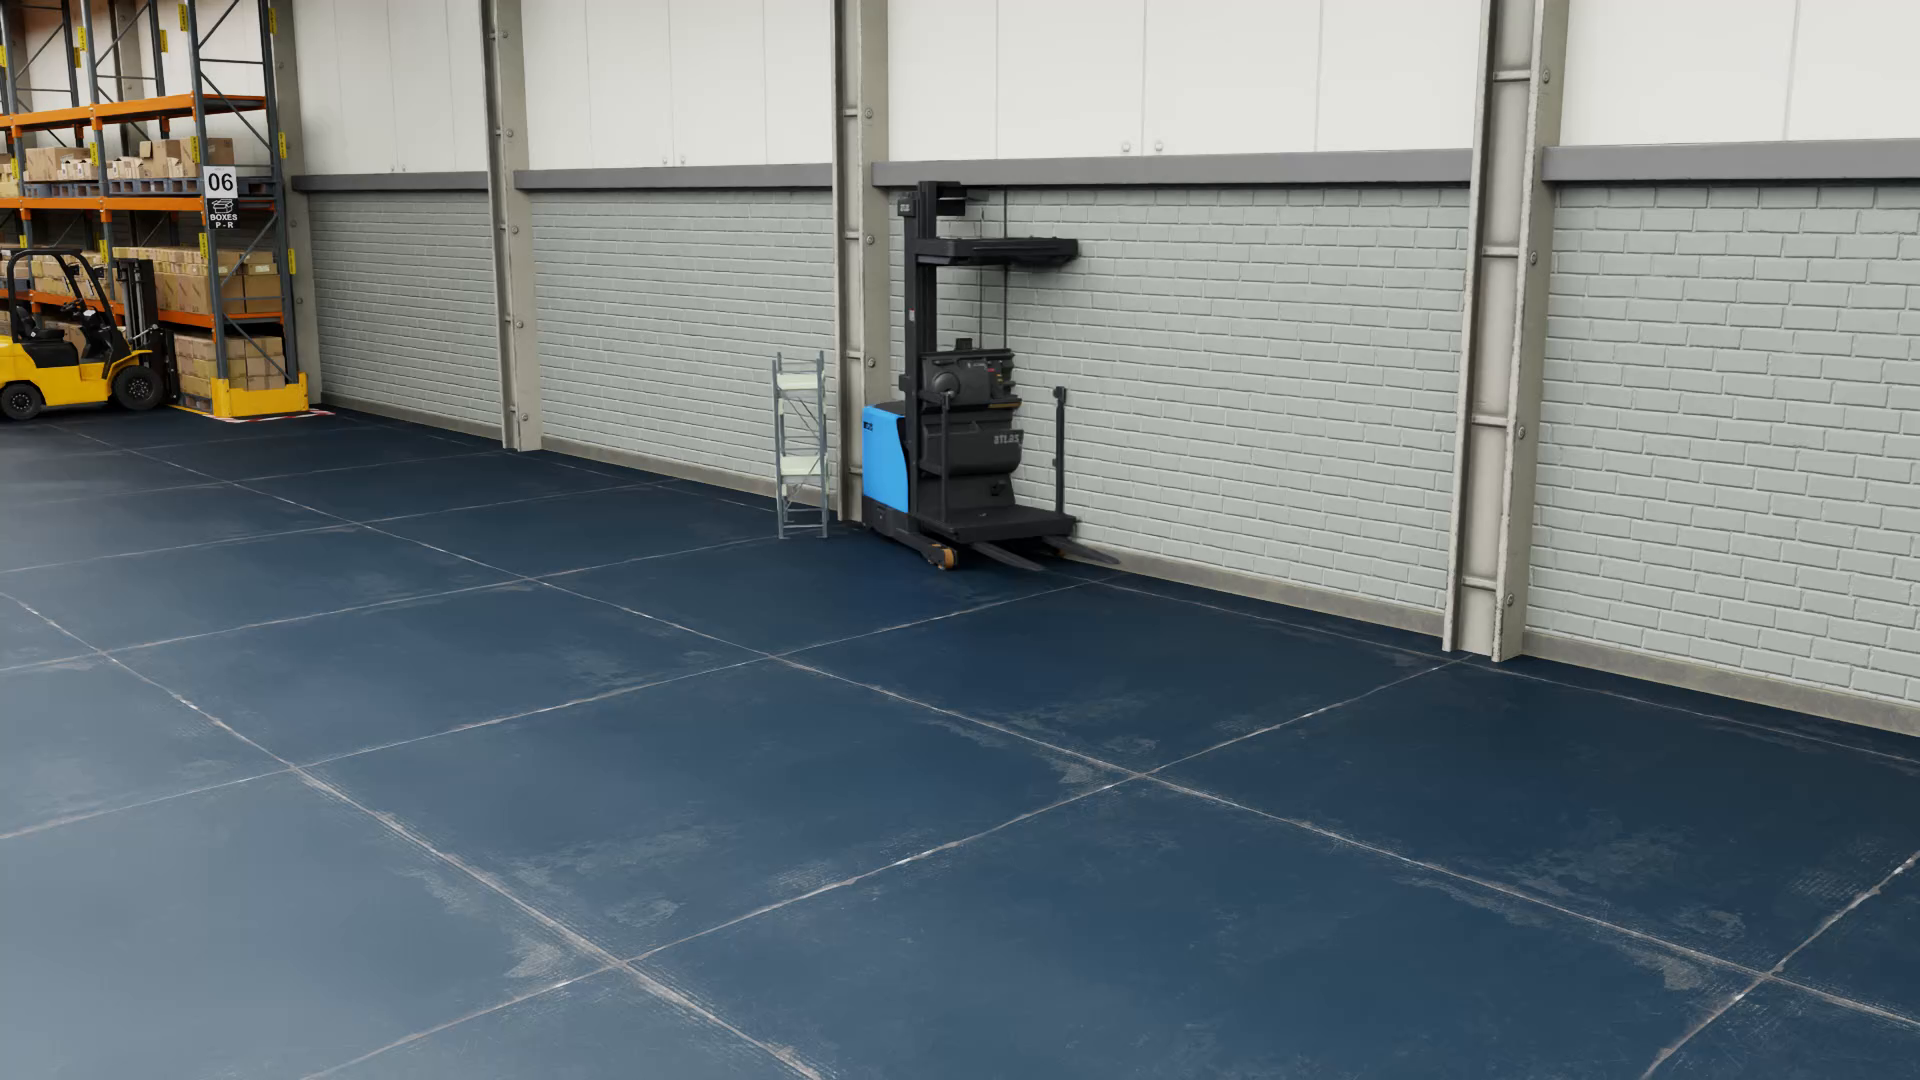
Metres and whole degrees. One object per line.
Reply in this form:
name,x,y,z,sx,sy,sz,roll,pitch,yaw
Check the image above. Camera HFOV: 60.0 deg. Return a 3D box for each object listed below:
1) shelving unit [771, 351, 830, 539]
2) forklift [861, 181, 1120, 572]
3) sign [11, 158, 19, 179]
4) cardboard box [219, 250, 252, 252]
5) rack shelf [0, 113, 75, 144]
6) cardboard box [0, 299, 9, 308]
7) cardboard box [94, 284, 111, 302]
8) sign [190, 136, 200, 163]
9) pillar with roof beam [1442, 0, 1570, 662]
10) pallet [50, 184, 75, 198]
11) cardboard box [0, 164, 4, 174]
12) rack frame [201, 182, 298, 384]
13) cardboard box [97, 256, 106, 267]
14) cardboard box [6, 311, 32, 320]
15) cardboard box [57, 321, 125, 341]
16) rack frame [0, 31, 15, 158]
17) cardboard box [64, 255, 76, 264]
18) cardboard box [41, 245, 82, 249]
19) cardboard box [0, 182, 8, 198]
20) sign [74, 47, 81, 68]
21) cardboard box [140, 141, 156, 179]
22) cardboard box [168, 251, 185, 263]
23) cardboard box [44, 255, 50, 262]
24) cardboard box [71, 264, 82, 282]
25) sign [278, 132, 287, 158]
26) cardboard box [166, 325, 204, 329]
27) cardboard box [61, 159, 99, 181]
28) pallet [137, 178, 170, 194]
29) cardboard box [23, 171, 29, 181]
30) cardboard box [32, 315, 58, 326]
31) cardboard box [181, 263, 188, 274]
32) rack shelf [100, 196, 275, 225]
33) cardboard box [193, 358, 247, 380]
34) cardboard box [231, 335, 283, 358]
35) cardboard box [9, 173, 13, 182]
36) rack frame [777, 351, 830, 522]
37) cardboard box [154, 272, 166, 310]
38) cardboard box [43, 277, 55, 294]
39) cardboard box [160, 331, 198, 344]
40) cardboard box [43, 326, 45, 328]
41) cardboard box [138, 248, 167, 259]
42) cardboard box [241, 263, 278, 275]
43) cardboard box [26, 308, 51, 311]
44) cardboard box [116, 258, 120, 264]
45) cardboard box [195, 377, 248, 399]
shelving unit,-1.348,-0.824,14.170,0.431,1.500,0.755,-2,12,-3
forklift,0.225,-1.305,12.982,1.130,2.935,3.031,-5,13,-24
sign,-15.220,-5.980,26.789,0.100,0.325,0.005,-11,16,-43
cardboard box,-9.888,-3.874,22.690,0.380,0.149,0.250,-11,16,-42
rack shelf,-16.208,-7.015,28.434,1.077,0.370,4.000,-11,16,-43
cardboard box,-17.320,-4.241,29.871,0.250,0.149,0.380,11,16,42
cardboard box,-12.601,-3.713,24.871,0.500,0.250,0.500,-10,16,-41
sign,-9.704,-4.956,21.101,0.100,0.325,0.005,-11,16,-43
pillar with roof beam,0.186,-3.104,6.677,9.100,9.000,0.400,-11,16,-43
pallet,-13.519,-5.460,26.015,1.003,0.211,1.213,-10,15,-40
cardboard box,-15.998,-6.231,27.937,0.380,0.149,0.250,-11,16,-44
rack frame,-9.302,-3.165,21.842,1.000,3.000,0.127,-11,16,-43
cardboard box,-12.652,-4.170,24.863,0.380,0.149,0.250,-11,16,-43
cardboard box,-16.379,-3.909,28.999,0.380,0.149,0.250,-11,16,-42
cardboard box,-13.949,-3.188,26.798,0.875,0.625,0.625,-10,15,-41
rack frame,-17.589,-7.855,29.737,1.000,3.000,0.127,-11,16,-43
cardboard box,-13.604,-4.345,25.713,0.250,0.149,0.380,11,16,44
cardboard box,-15.069,-4.685,27.927,0.500,0.500,0.500,-10,15,-40
cardboard box,-15.704,-5.843,27.777,0.500,0.250,0.500,-11,16,-42
sign,-14.428,-7.884,27.172,0.100,0.325,0.005,-11,16,-43
cardboard box,-10.795,-5.225,22.859,0.797,0.503,0.637,-10,15,-41
cardboard box,-10.473,-3.836,22.505,0.380,0.149,0.250,-10,16,-41
cardboard box,-14.438,-4.539,26.656,0.380,0.149,0.250,-10,16,-41
cardboard box,-13.298,-4.106,25.541,0.500,0.250,0.500,-10,16,-41
sign,-8.896,-5.178,21.815,0.100,0.325,0.005,-11,16,-43
cardboard box,-11.224,-2.981,24.243,0.500,0.250,0.500,-11,16,-43
cardboard box,-13.270,-5.613,25.221,0.500,0.311,0.500,11,16,43
pallet,-10.618,-4.876,22.931,1.003,0.211,1.213,-11,16,-43
cardboard box,-14.805,-5.849,26.725,0.380,0.166,0.250,-11,16,-43
cardboard box,-15.351,-3.669,27.832,0.250,0.149,0.380,11,16,42
cardboard box,-10.240,-3.661,22.392,0.380,0.149,0.250,-11,16,-43
rack shelf,-10.683,-4.574,23.029,1.077,0.370,4.000,-11,16,-43
cardboard box,-9.864,-2.297,22.160,0.500,0.250,0.500,-11,16,-43
cardboard box,-9.497,-2.611,22.445,0.500,0.250,0.500,-11,16,-43
cardboard box,-15.573,-6.025,27.670,0.380,0.149,0.250,-10,16,-41
rack frame,-1.366,-0.897,14.528,0.400,1.500,0.023,-2,12,-3
cardboard box,-10.893,-3.473,23.088,0.500,0.500,0.500,-11,16,-42
cardboard box,-14.353,-4.087,26.685,0.500,0.250,0.500,-11,16,-44
cardboard box,-10.903,-2.759,23.164,0.500,0.250,0.500,-11,16,-44
cardboard box,-15.274,-3.346,27.873,0.500,0.500,0.500,-10,15,-41
cardboard box,-11.328,-4.026,23.428,0.380,0.149,0.250,-11,16,-43
cardboard box,-9.349,-3.618,22.182,0.250,0.149,0.380,11,16,44
cardboard box,-16.419,-4.049,29.677,0.380,0.149,0.250,-10,16,-41
cardboard box,-12.034,-4.033,24.197,0.380,0.149,0.250,-11,16,-43
cardboard box,-9.855,-2.049,22.196,0.500,0.250,0.500,-11,16,-42
